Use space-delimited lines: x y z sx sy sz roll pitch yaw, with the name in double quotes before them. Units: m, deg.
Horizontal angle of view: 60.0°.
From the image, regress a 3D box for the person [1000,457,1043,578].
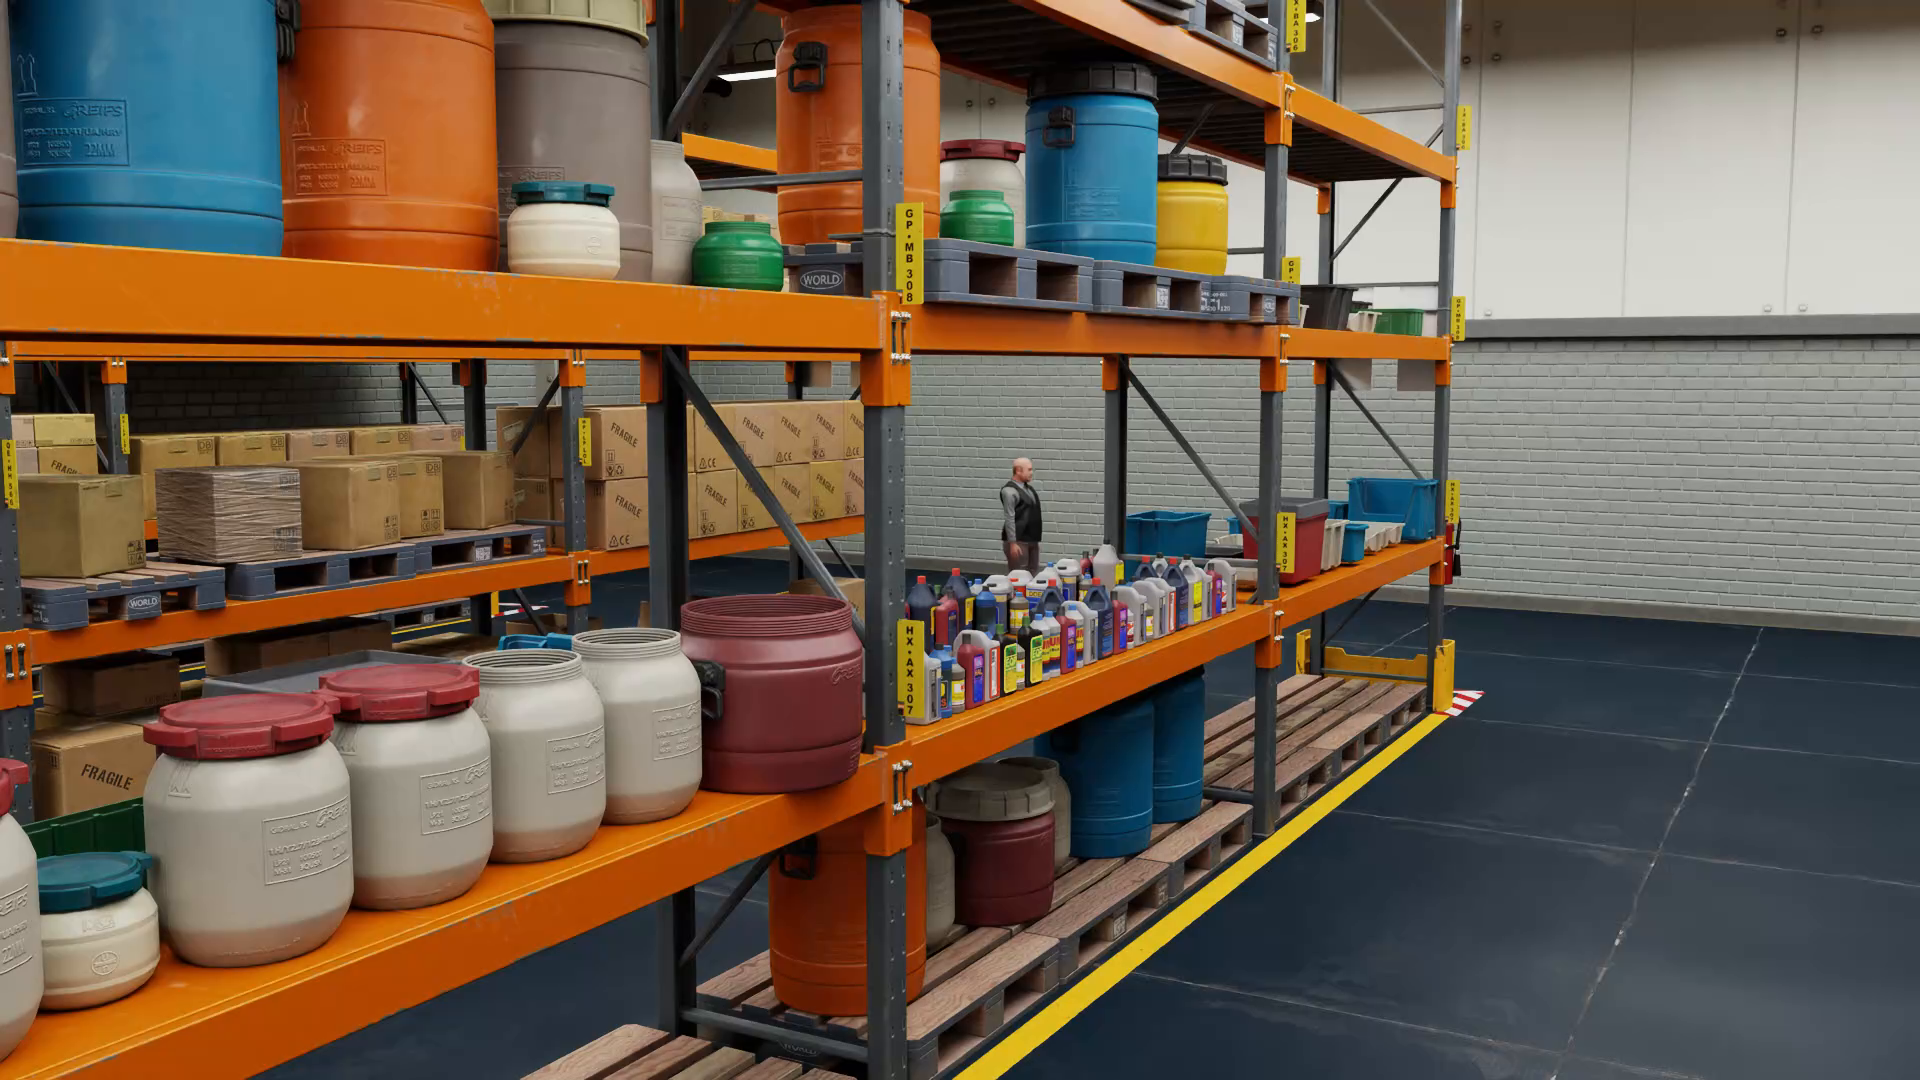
"person" 0.616 0.050 16.356 0.359 1.724 0.533 3 7 30
